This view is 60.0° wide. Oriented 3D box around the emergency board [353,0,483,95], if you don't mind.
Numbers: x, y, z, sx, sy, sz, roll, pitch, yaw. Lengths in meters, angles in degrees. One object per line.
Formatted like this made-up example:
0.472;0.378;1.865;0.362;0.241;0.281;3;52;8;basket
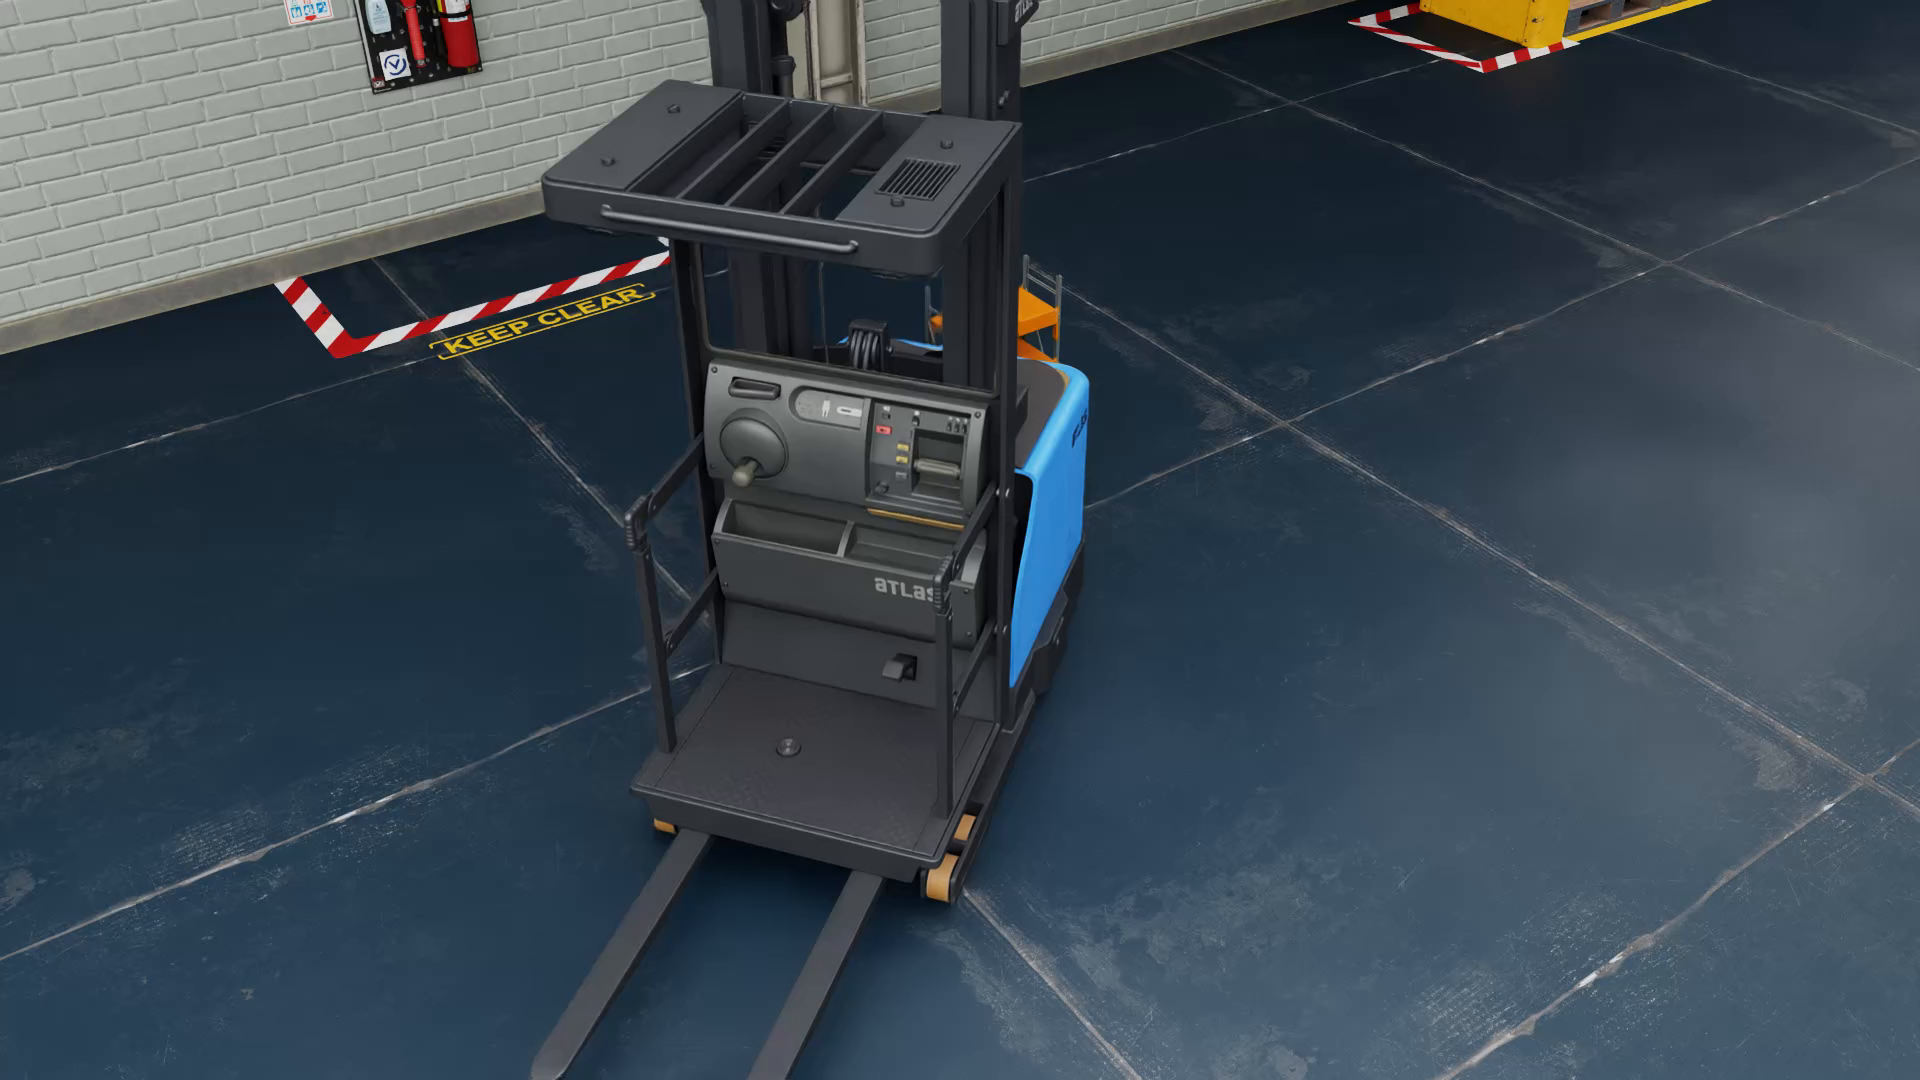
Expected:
-2.881;-2.967;8.807;0.643;1.169;0.194;-22;41;-28;emergency board

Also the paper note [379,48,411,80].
-3.065;-2.583;9.027;0.142;0.148;0.016;-22;41;-28;paper note

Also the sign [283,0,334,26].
-3.392;-2.845;8.606;0.234;0.329;0.001;-22;41;-28;sign

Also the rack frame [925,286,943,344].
-0.064;-0.461;6.863;0.015;1.200;0.240;-22;41;-28;rack frame

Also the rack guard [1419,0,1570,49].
4.054;-4.161;12.607;0.348;0.500;1.175;-22;41;-28;rack guard

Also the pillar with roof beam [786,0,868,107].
1.641;-4.161;5.329;0.400;9.000;9.100;-22;41;-28;pillar with roof beam

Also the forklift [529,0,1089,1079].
-0.437;-0.247;5.083;1.130;2.935;3.031;11;37;15;forklift

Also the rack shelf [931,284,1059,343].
0.135;-0.862;6.748;0.480;0.148;0.258;-22;41;-28;rack shelf

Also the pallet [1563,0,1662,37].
4.738;-4.300;13.048;1.213;0.211;1.003;-22;41;-28;pallet

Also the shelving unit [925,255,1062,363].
0.135;-0.543;6.977;0.503;1.200;0.258;-22;41;-28;shelving unit

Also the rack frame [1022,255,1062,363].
0.335;-0.625;7.091;0.015;1.200;0.240;-22;41;-28;rack frame

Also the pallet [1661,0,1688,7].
5.734;-4.708;13.615;1.213;0.211;1.003;-22;41;-28;pallet

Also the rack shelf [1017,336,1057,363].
0.135;-0.670;6.886;0.480;0.148;0.258;-22;41;-28;rack shelf
